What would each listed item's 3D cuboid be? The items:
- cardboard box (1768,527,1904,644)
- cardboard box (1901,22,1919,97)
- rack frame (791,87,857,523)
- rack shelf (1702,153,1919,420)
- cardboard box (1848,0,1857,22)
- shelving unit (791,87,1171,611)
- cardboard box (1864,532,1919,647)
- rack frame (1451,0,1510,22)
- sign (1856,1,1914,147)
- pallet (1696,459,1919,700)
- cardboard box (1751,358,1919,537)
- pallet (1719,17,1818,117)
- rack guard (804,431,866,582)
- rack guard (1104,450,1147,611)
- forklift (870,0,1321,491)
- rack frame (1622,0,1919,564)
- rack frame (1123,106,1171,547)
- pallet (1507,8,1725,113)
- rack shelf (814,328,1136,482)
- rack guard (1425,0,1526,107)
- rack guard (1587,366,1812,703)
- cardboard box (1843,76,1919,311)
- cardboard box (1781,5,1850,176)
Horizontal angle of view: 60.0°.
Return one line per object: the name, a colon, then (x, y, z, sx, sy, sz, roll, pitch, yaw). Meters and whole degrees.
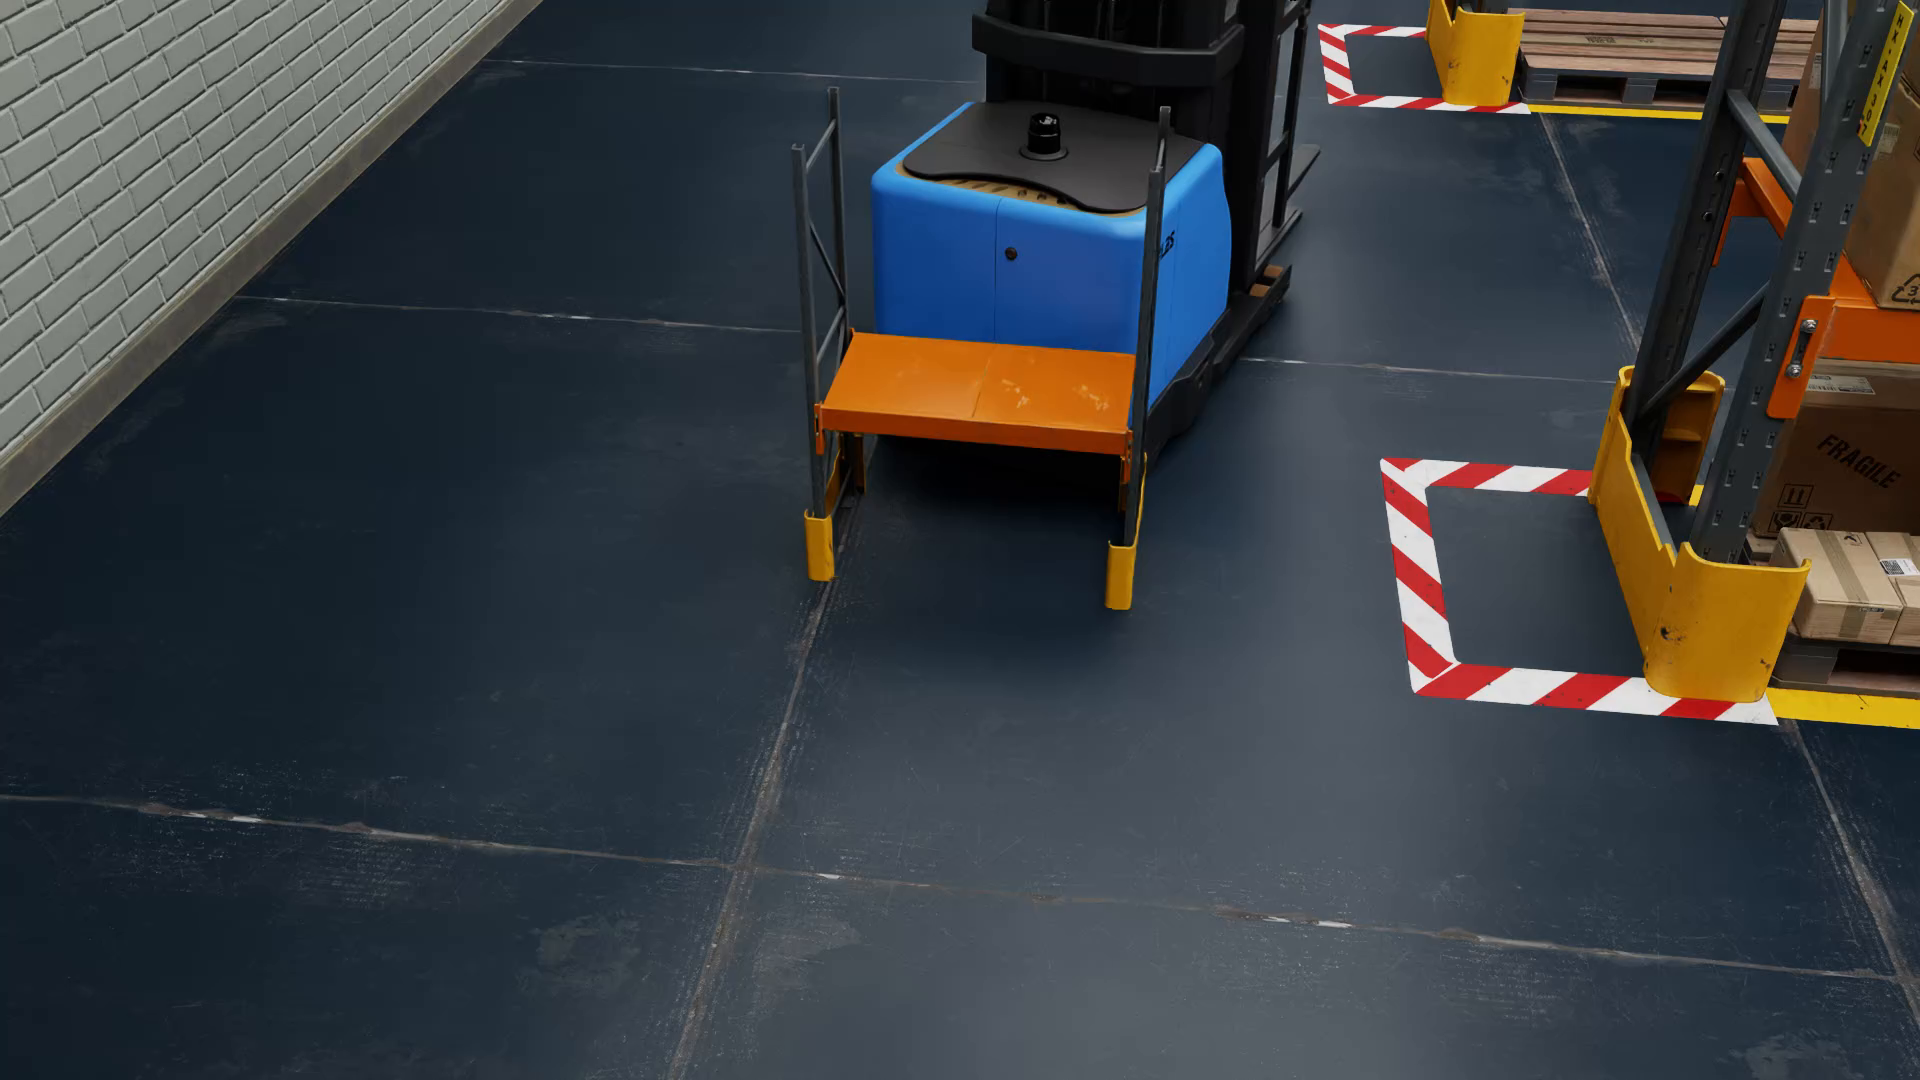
cardboard box: (2.655, 0.135, 5.054, 0.250, 0.149, 0.380, 4, 36, 6)
cardboard box: (2.690, -1.338, 4.096, 0.500, 0.500, 0.500, 5, 36, 7)
rack frame: (-0.426, -0.642, 5.358, 0.032, 1.500, 0.500, 5, 36, 7)
rack shelf: (4.267, -0.634, 4.676, 4.000, 0.370, 1.077, 4, 36, 6)
cardboard box: (2.759, -1.648, 4.531, 0.500, 0.500, 0.500, 4, 36, 6)
shelving unit: (0.067, -0.596, 5.294, 1.083, 1.500, 0.587, 5, 36, 7)
cardboard box: (2.903, 0.147, 5.023, 0.250, 0.166, 0.380, 4, 36, 6)
rack frame: (2.918, -3.929, 8.673, 0.127, 3.000, 1.000, 4, 36, 6)
sign: (2.214, -1.115, 3.985, 0.005, 0.325, 0.100, 4, 36, 6)
pallet: (3.149, 0.124, 5.395, 1.213, 0.211, 1.003, 4, 36, 6)
cardboard box: (2.854, -0.338, 5.415, 0.500, 0.500, 0.500, 4, 36, 6)
pallet: (4.937, -2.619, 9.238, 1.213, 0.211, 1.003, 4, 36, 6)
rack guard: (-0.425, -0.133, 5.721, 0.087, 0.250, 0.587, 5, 36, 7)
rack guard: (0.559, -0.041, 5.592, 0.087, 0.250, 0.587, 5, 36, 7)
forklift: (0.776, -2.210, 6.323, 1.130, 2.935, 3.031, 16, 38, 21)
rack frame: (2.283, -1.075, 4.674, 0.127, 3.000, 1.000, 4, 36, 6)
rack frame: (0.578, -0.548, 5.227, 0.032, 1.500, 0.500, 5, 36, 7)
pallet: (3.731, -2.711, 9.366, 1.213, 0.211, 1.003, 4, 36, 6)
rack shelf: (0.076, -0.449, 5.397, 1.000, 0.185, 0.538, 5, 36, 7)
rack guard: (2.892, -2.906, 9.391, 0.348, 0.500, 1.175, 4, 36, 6)
rack guard: (2.358, -0.052, 5.393, 0.348, 0.500, 1.175, 4, 36, 6)
cardboard box: (2.690, -0.931, 4.386, 0.500, 0.500, 0.500, 5, 36, 7)
cardboard box: (2.762, -1.240, 4.819, 0.500, 0.500, 0.500, 5, 36, 7)
